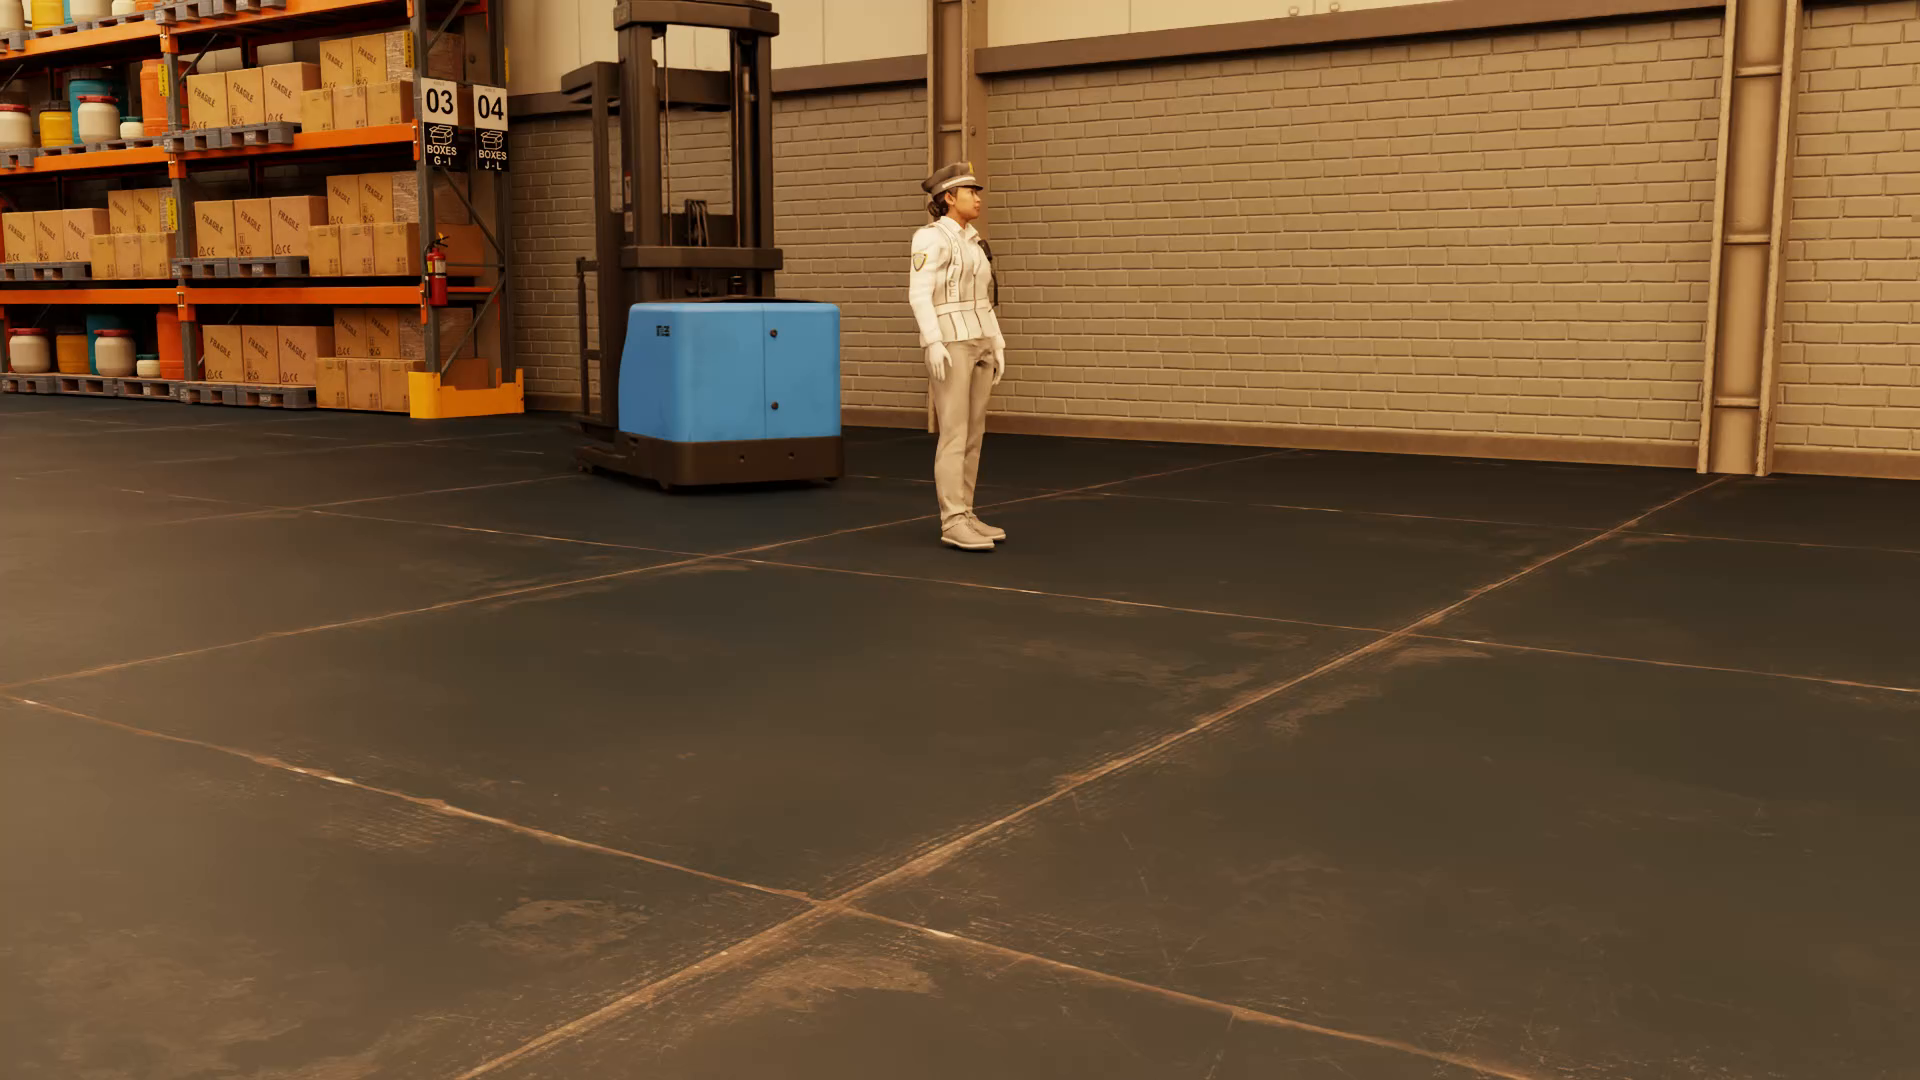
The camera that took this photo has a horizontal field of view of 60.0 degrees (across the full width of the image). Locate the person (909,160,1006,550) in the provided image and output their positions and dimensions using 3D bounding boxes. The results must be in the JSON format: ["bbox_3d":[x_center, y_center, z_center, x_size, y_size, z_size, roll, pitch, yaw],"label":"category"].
[{"bbox_3d":[0.053,-0.840,7.440,0.531,1.695,0.587,5,10,34],"label":"person"}]

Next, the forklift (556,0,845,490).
[{"bbox_3d":[-1.840,-1.897,10.531,1.130,2.935,3.031,-5,9,-29],"label":"forklift"}]
